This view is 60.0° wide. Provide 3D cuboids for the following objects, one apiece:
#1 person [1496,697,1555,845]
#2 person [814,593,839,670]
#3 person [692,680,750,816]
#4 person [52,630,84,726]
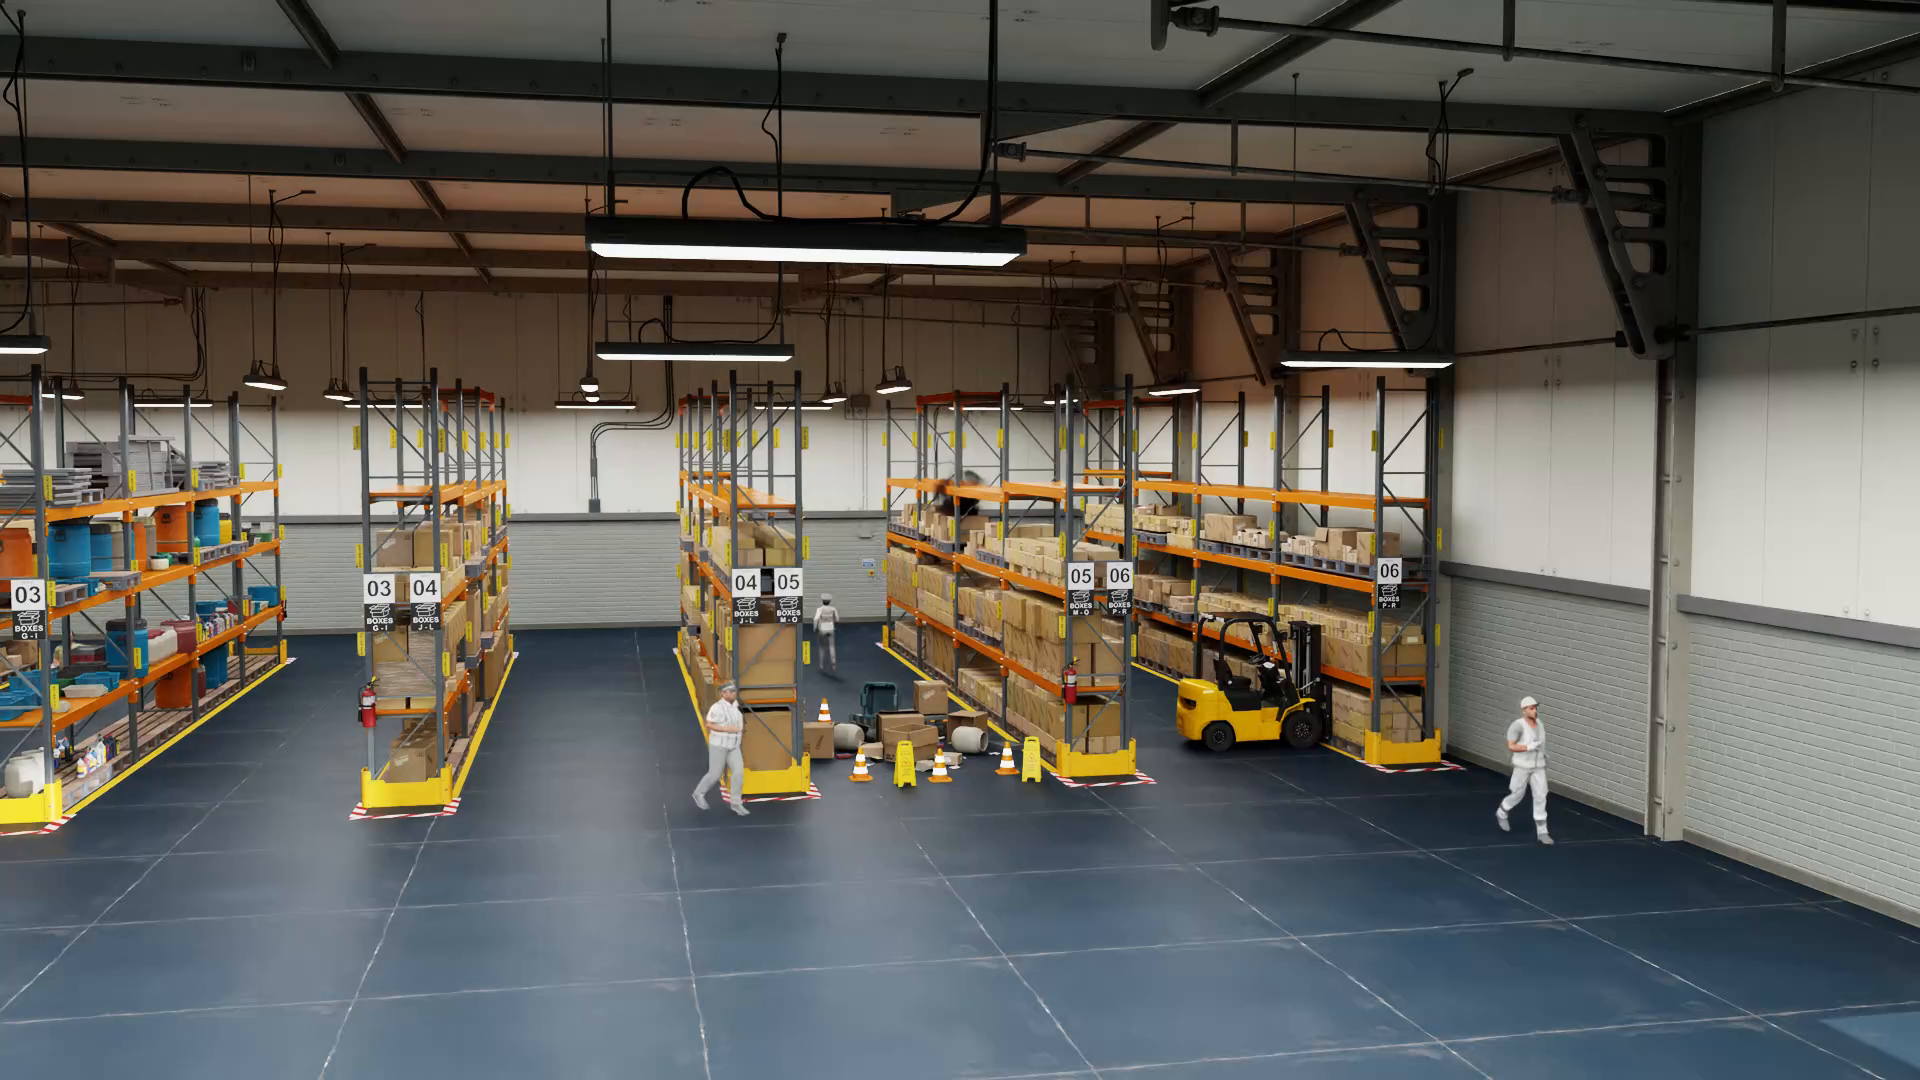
[{"bbox_3d":[7.071,2.829,20.713,0.667,1.767,1.003,-1,4,-18],"label":"person"},{"bbox_3d":[-2.900,1.994,35.980,0.611,1.678,0.939,-1,4,-16],"label":"person"},{"bbox_3d":[-3.187,2.784,22.417,0.869,1.814,0.678,2,4,35],"label":"person"},{"bbox_3d":[-15.729,2.428,29.405,0.557,1.710,0.716,-1,3,-11],"label":"person"}]
